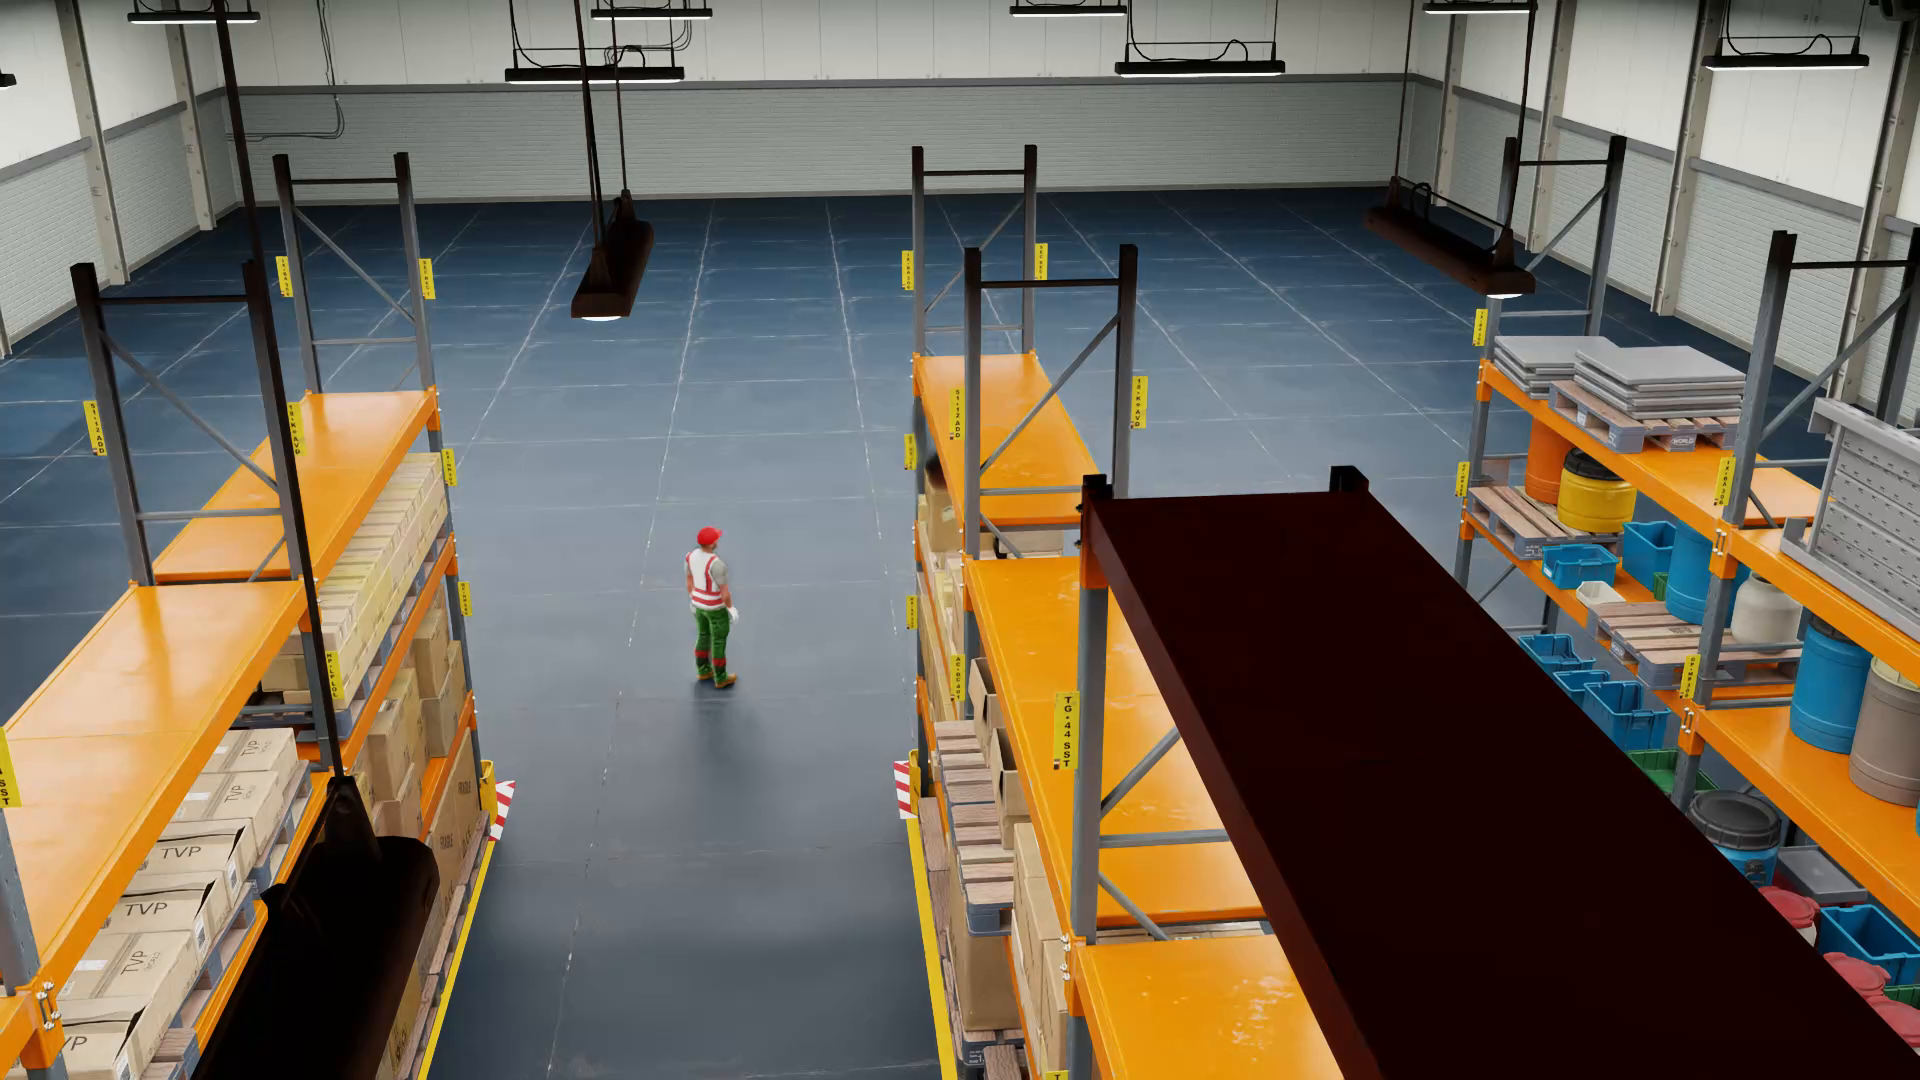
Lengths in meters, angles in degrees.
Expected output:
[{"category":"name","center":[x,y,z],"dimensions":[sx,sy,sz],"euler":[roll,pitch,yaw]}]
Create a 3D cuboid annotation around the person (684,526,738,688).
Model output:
[{"category":"person","center":[-2.589,0.684,17.483],"dimensions":[0.593,1.808,0.387],"euler":[17,27,37]}]
